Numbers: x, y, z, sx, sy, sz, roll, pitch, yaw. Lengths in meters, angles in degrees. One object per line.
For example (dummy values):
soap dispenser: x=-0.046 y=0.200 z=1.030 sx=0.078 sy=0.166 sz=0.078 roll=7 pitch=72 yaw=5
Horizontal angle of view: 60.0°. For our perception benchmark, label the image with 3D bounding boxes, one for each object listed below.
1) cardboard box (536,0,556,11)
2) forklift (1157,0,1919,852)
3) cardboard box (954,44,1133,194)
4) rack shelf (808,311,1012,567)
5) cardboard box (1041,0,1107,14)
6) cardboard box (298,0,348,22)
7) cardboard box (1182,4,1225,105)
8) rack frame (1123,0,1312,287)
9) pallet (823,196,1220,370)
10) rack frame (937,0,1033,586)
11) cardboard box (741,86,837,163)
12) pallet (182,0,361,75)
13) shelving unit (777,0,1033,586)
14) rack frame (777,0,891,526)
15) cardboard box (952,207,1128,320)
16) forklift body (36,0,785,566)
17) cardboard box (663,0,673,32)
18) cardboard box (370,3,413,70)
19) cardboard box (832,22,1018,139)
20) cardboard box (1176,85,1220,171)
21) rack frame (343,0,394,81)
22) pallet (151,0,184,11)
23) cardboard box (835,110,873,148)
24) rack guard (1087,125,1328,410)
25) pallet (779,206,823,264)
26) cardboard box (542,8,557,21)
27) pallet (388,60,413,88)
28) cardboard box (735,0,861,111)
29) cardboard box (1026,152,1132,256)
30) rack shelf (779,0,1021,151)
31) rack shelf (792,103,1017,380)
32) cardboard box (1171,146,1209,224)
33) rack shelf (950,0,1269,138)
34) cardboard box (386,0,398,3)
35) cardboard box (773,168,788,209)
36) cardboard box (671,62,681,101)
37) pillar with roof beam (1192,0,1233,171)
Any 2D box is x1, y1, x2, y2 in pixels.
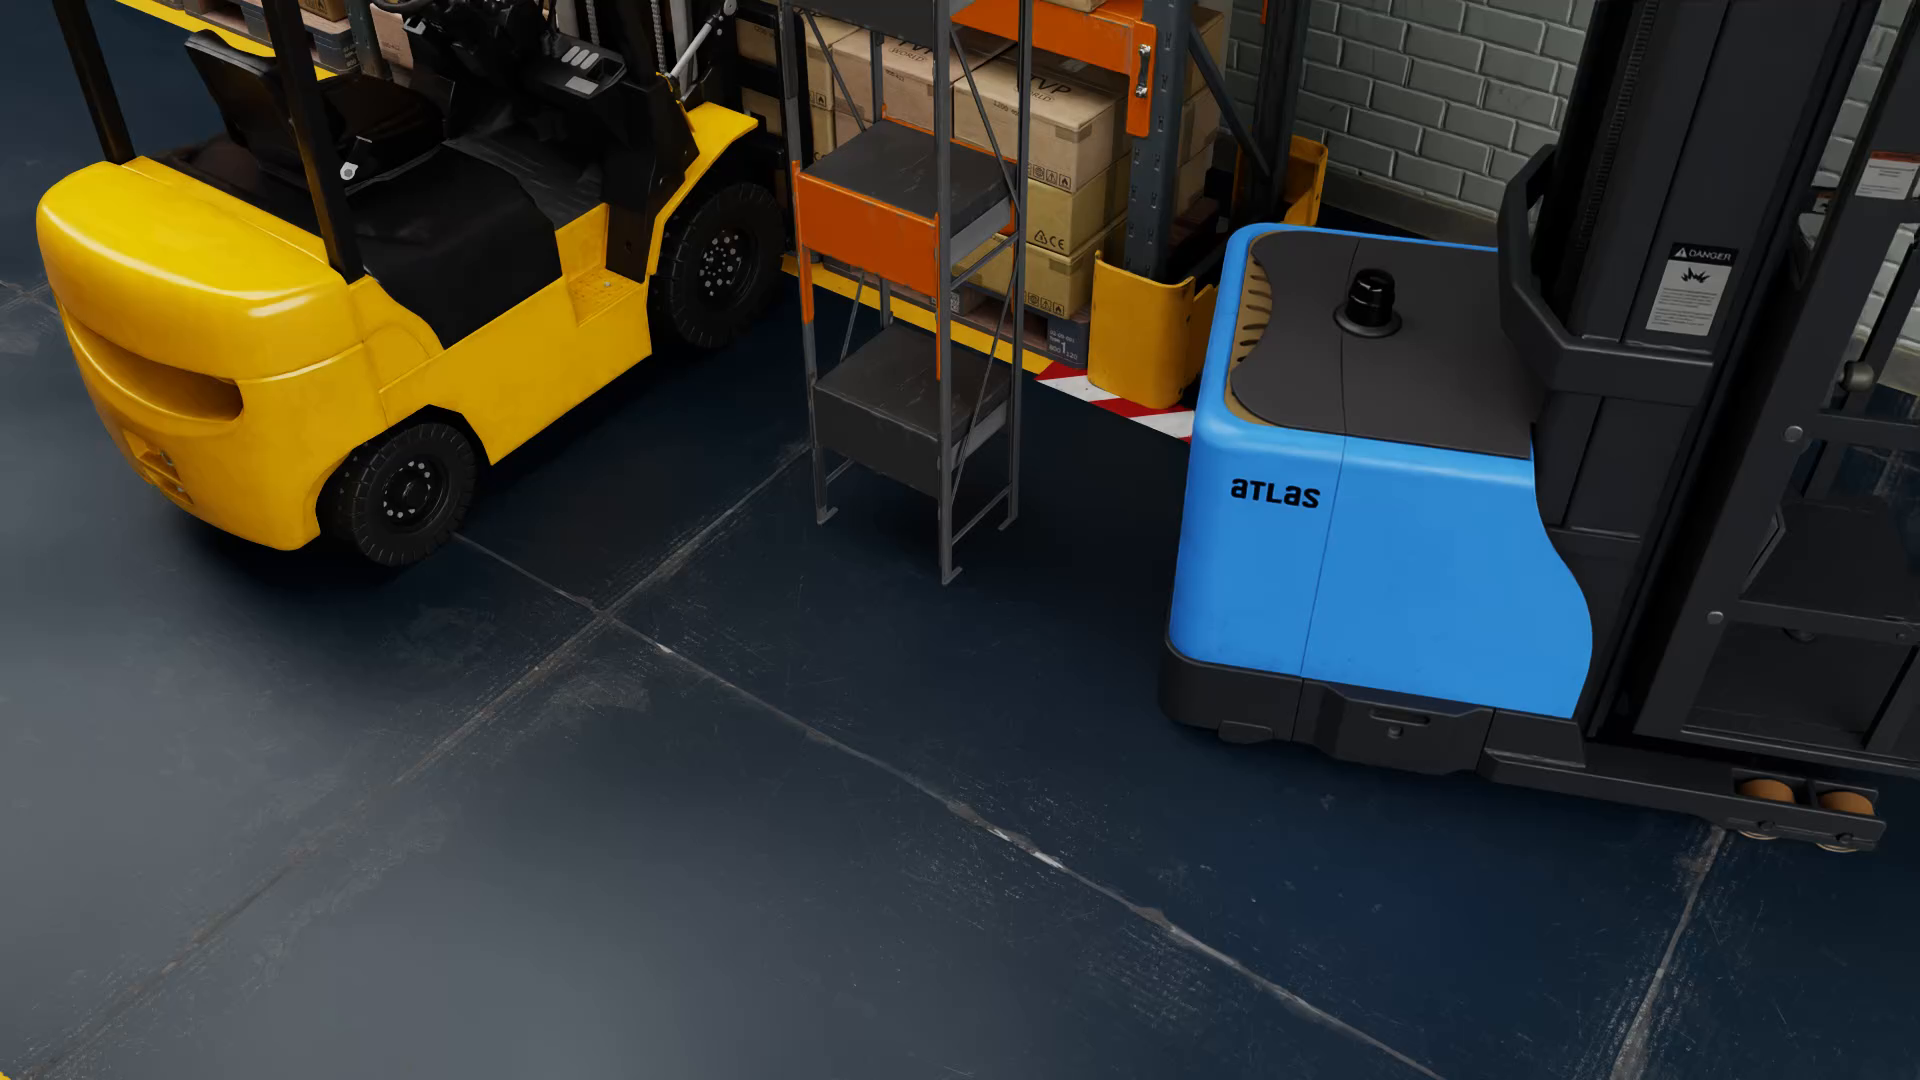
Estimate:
cardboard box: x=-1.351 y=-2.239 z=6.500 sx=0.500 sy=0.250 sz=0.500 roll=27 pitch=48 yaw=27
forklift: x=2.123 y=-0.668 z=3.799 sx=3.031 sy=2.935 sz=1.130 roll=8 pitch=42 yaw=9
cardboard box: x=0.325 y=-1.455 z=5.624 sx=0.500 sy=0.250 sz=0.500 roll=27 pitch=48 yaw=27
rack shelf: x=-0.136 y=-0.314 z=5.097 sx=0.480 sy=0.518 sz=0.431 roll=25 pitch=48 yaw=25
cardboard box: x=0.328 y=-2.027 z=5.191 sx=0.500 sy=0.500 sz=0.500 roll=24 pitch=47 yaw=24
cardboard box: x=-2.827 y=-2.942 z=7.754 sx=0.625 sy=0.625 sz=0.875 roll=27 pitch=48 yaw=27
cardboard box: x=0.596 y=-1.737 z=5.939 sx=0.500 sy=0.250 sz=0.500 roll=24 pitch=47 yaw=25
rack frame: x=0.881 y=-1.945 z=5.174 sx=0.127 sy=3.000 sz=1.000 roll=25 pitch=48 yaw=25
pallet: x=0.231 y=-1.176 z=6.406 sx=1.213 sy=0.211 sz=1.003 roll=25 pitch=48 yaw=25
rack frame: x=0.064 y=-0.752 z=4.516 sx=0.015 sy=2.100 sz=0.400 roll=25 pitch=48 yaw=25
cardboard box: x=-0.536 y=-1.663 z=6.231 sx=0.500 sy=0.250 sz=0.500 roll=24 pitch=47 yaw=24
pallet: x=-3.019 y=-2.698 z=8.107 sx=1.213 sy=0.211 sz=1.003 roll=25 pitch=48 yaw=25
shelving unit: x=-0.136 y=-0.846 z=4.621 sx=0.503 sy=2.100 sz=0.431 roll=25 pitch=48 yaw=25
rack frame: x=-0.335 y=-0.939 z=4.725 sx=0.015 sy=2.100 sz=0.400 roll=25 pitch=48 yaw=25
cardboard box: x=0.315 y=-1.084 z=5.959 sx=0.500 sy=0.250 sz=0.500 roll=25 pitch=48 yaw=26
forklift body: x=-1.719 y=-1.359 z=5.155 sx=1.214 sy=2.155 sz=2.313 roll=25 pitch=48 yaw=25
cardboard box: x=-0.926 y=-2.034 z=6.270 sx=0.500 sy=0.250 sz=0.500 roll=24 pitch=47 yaw=25
cardboard box: x=-2.188 y=-2.242 z=7.254 sx=0.500 sy=0.250 sz=0.500 roll=26 pitch=48 yaw=26
cardboard box: x=-0.096 y=-1.648 z=5.839 sx=0.500 sy=0.250 sz=0.500 roll=26 pitch=48 yaw=26
cardboard box: x=0.616 y=-1.556 z=6.112 sx=0.500 sy=0.250 sz=0.500 roll=26 pitch=48 yaw=26
rack frame: x=-2.394 y=-3.476 z=6.886 sx=0.127 sy=3.000 sz=1.000 roll=25 pitch=48 yaw=25
pallet: x=-4.022 y=-3.165 z=8.629 sx=1.213 sy=0.211 sz=1.003 roll=25 pitch=48 yaw=25
cardboard box: x=-0.101 y=-1.477 z=6.023 sx=0.500 sy=0.250 sz=0.500 roll=25 pitch=47 yaw=25
rack guard: x=0.901 y=-1.004 z=5.997 sx=0.348 sy=0.500 sz=1.175 roll=25 pitch=48 yaw=25
pallet: x=-0.764 y=-1.643 z=6.928 sx=1.213 sy=0.211 sz=1.003 roll=25 pitch=48 yaw=25
cardboard box: x=-1.356 y=-2.050 z=6.664 sx=0.500 sy=0.250 sz=0.500 roll=25 pitch=47 yaw=25
pallet: x=-1.767 y=-2.110 z=7.450 sx=1.213 sy=0.211 sz=1.003 roll=25 pitch=48 yaw=25
cardboard box: x=-0.515 y=-1.835 z=6.049 sx=0.500 sy=0.250 sz=0.500 roll=26 pitch=48 yaw=26
cardboard box: x=0.303 y=-1.279 z=5.802 sx=0.500 sy=0.250 sz=0.500 roll=24 pitch=47 yaw=25
rack shelf: x=-0.135 y=-1.357 z=4.163 sx=0.480 sy=0.518 sz=0.431 roll=25 pitch=48 yaw=25
rack shelf: x=-0.136 y=-0.836 z=4.630 sx=0.480 sy=0.518 sz=0.431 roll=25 pitch=48 yaw=25
cardboard box: x=0.591 y=-1.372 z=6.280 sx=0.500 sy=0.250 sz=0.500 roll=25 pitch=48 yaw=25
rack shelf: x=-0.756 y=-2.443 z=6.270 sx=4.000 sy=0.370 sz=1.077 roll=25 pitch=48 yaw=25
cardboard box: x=-2.175 y=-2.441 z=7.101 sx=0.500 sy=0.250 sz=0.500 roll=25 pitch=47 yaw=25
cardboard box: x=-0.491 y=-1.476 z=6.397 sx=0.500 sy=0.250 sz=0.500 roll=26 pitch=48 yaw=26
cardboard box: x=-0.944 y=-1.856 z=6.447 sx=0.500 sy=0.250 sz=0.500 roll=25 pitch=47 yaw=25
pillar with roof beam: x=-1.643 y=-2.589 z=1.395 sx=0.400 sy=9.000 sz=9.100 roll=25 pitch=48 yaw=25
